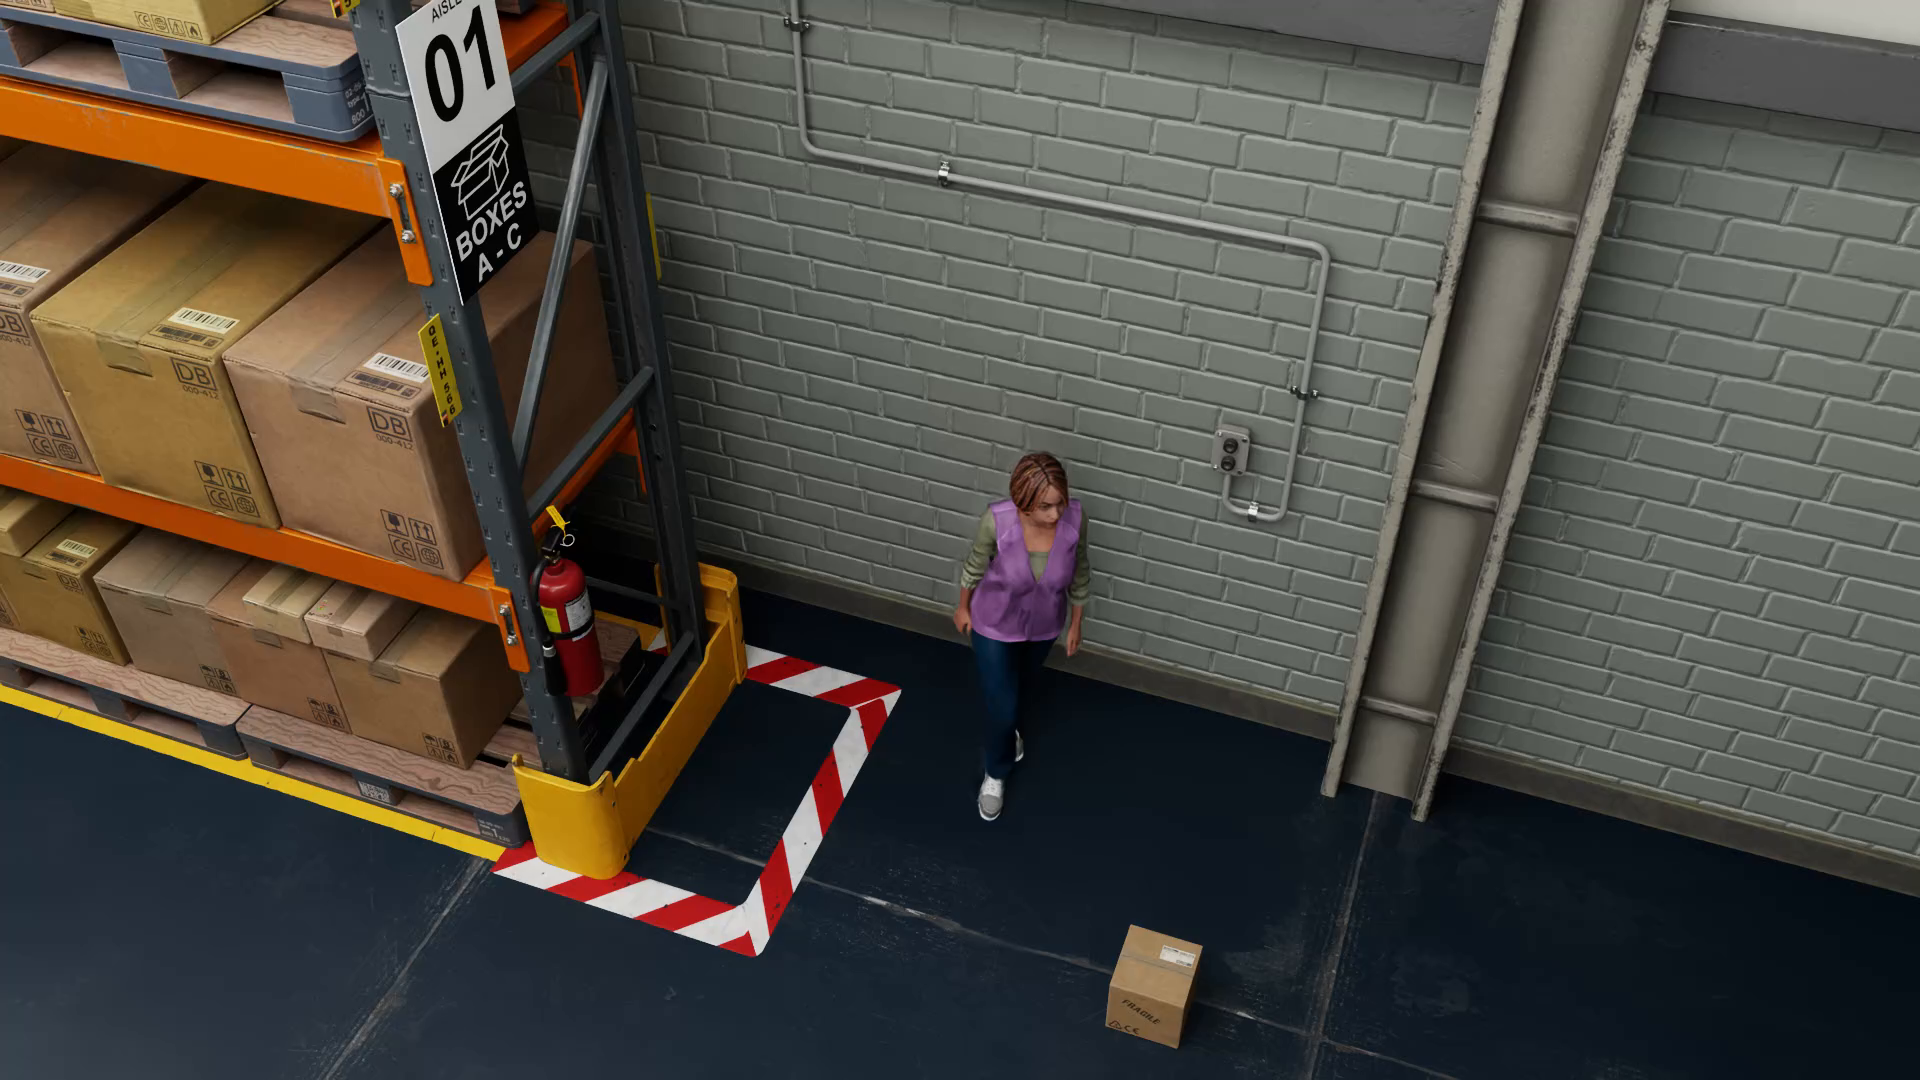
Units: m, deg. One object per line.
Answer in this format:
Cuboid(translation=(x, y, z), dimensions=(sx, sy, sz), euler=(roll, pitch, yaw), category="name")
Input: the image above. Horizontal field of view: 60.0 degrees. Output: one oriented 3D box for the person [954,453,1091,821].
Cuboid(translation=(0.212, 0.267, 5.871), dimensions=(0.441, 1.607, 0.512), euler=(-12, 43, -13), category="person")
